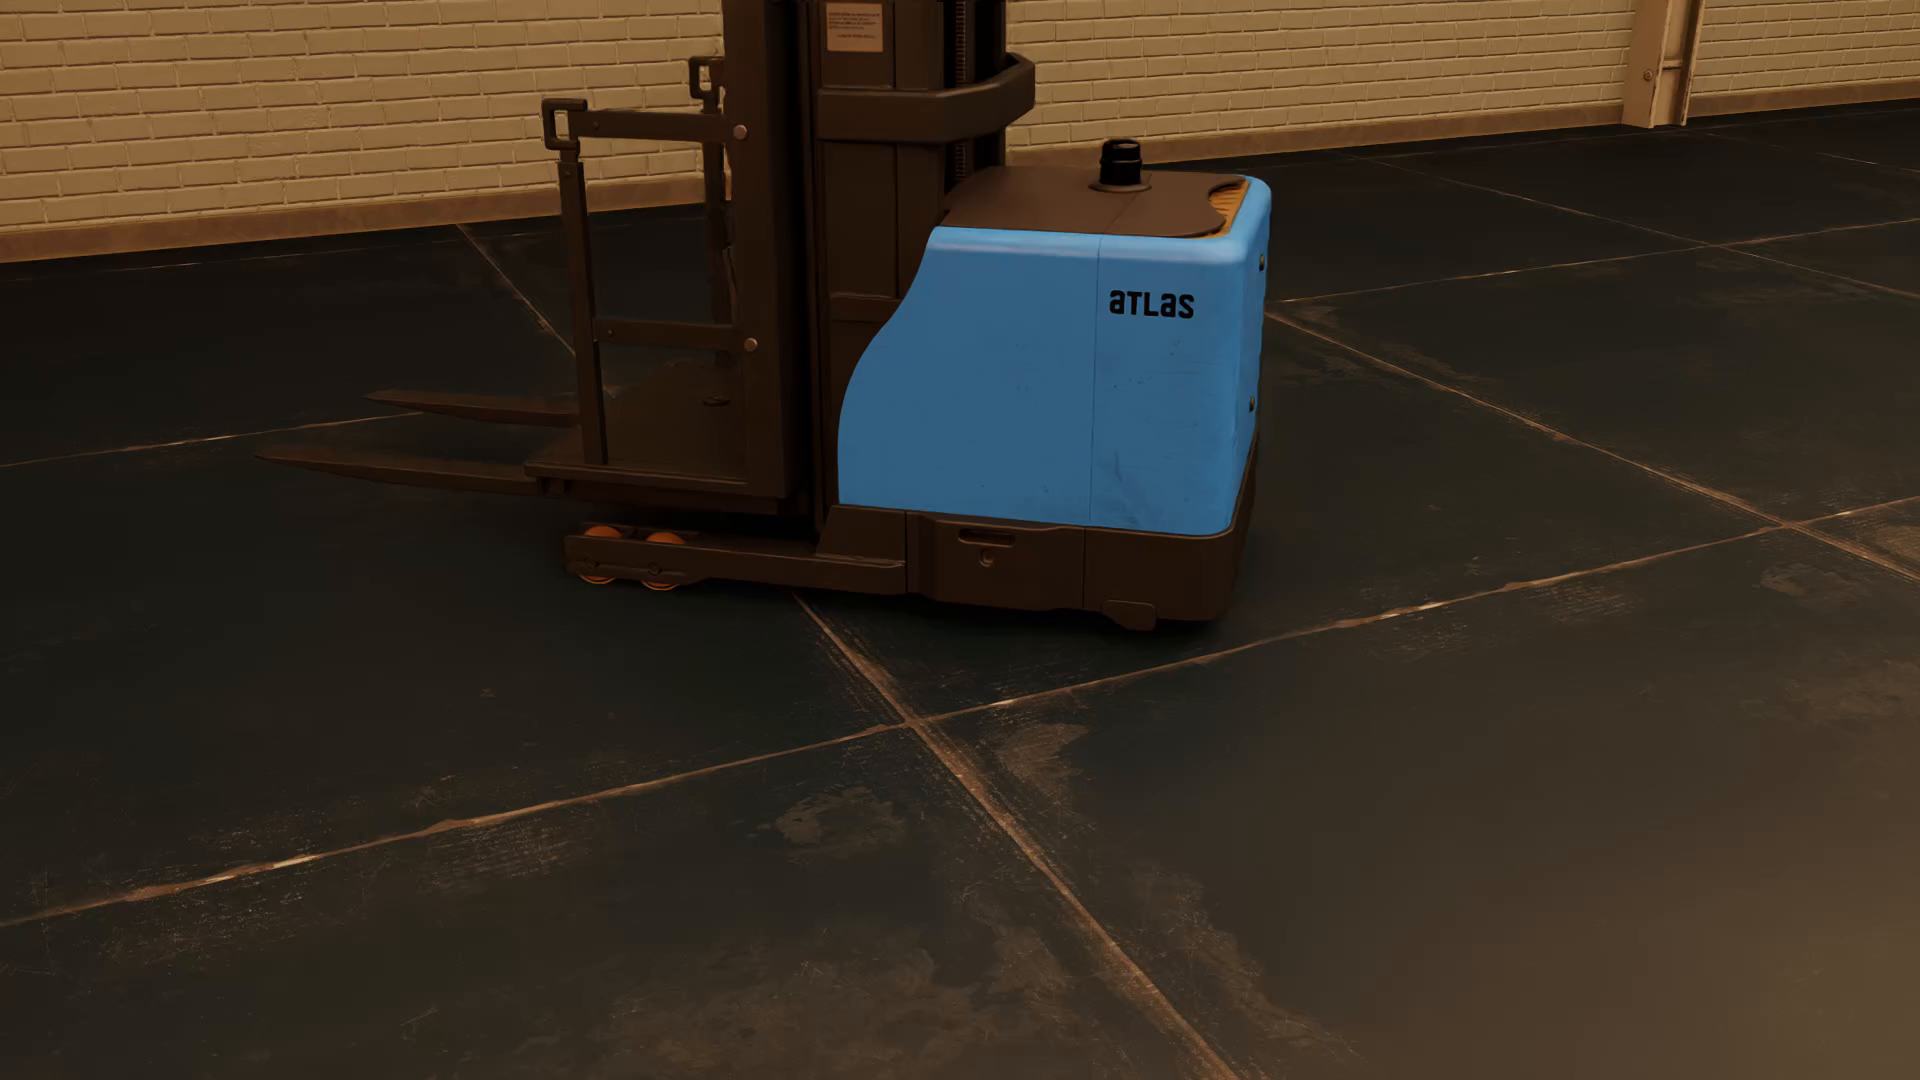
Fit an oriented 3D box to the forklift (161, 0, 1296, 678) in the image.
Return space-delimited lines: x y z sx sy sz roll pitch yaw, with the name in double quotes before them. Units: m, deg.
"forklift" -0.602 -1.232 4.252 3.031 2.935 1.130 -11 25 -24
